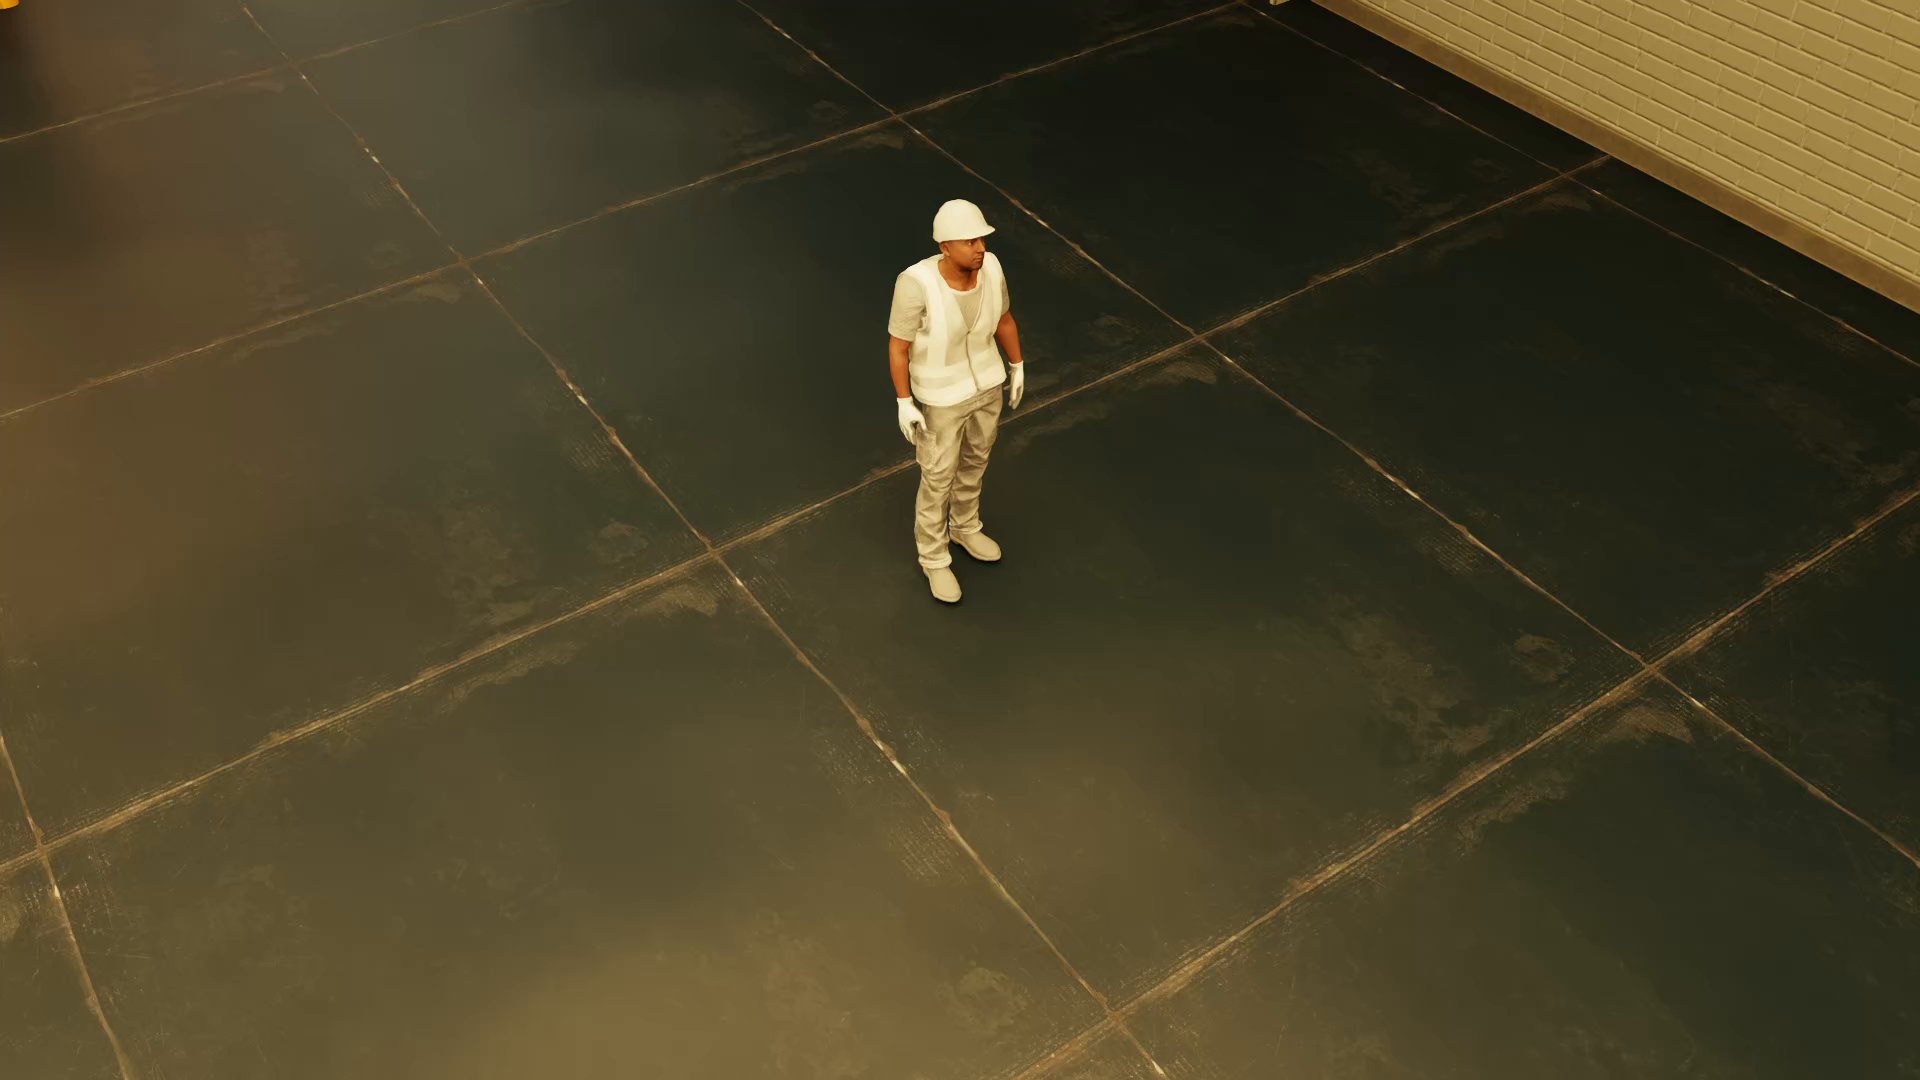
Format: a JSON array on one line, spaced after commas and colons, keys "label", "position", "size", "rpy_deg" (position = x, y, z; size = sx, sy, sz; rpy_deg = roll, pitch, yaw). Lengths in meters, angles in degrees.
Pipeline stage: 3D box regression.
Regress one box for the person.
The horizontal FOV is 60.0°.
[{"label": "person", "position": [0.034, -0.618, 7.222], "size": [0.656, 1.782, 0.577], "rpy_deg": [-25, 48, -25]}]
